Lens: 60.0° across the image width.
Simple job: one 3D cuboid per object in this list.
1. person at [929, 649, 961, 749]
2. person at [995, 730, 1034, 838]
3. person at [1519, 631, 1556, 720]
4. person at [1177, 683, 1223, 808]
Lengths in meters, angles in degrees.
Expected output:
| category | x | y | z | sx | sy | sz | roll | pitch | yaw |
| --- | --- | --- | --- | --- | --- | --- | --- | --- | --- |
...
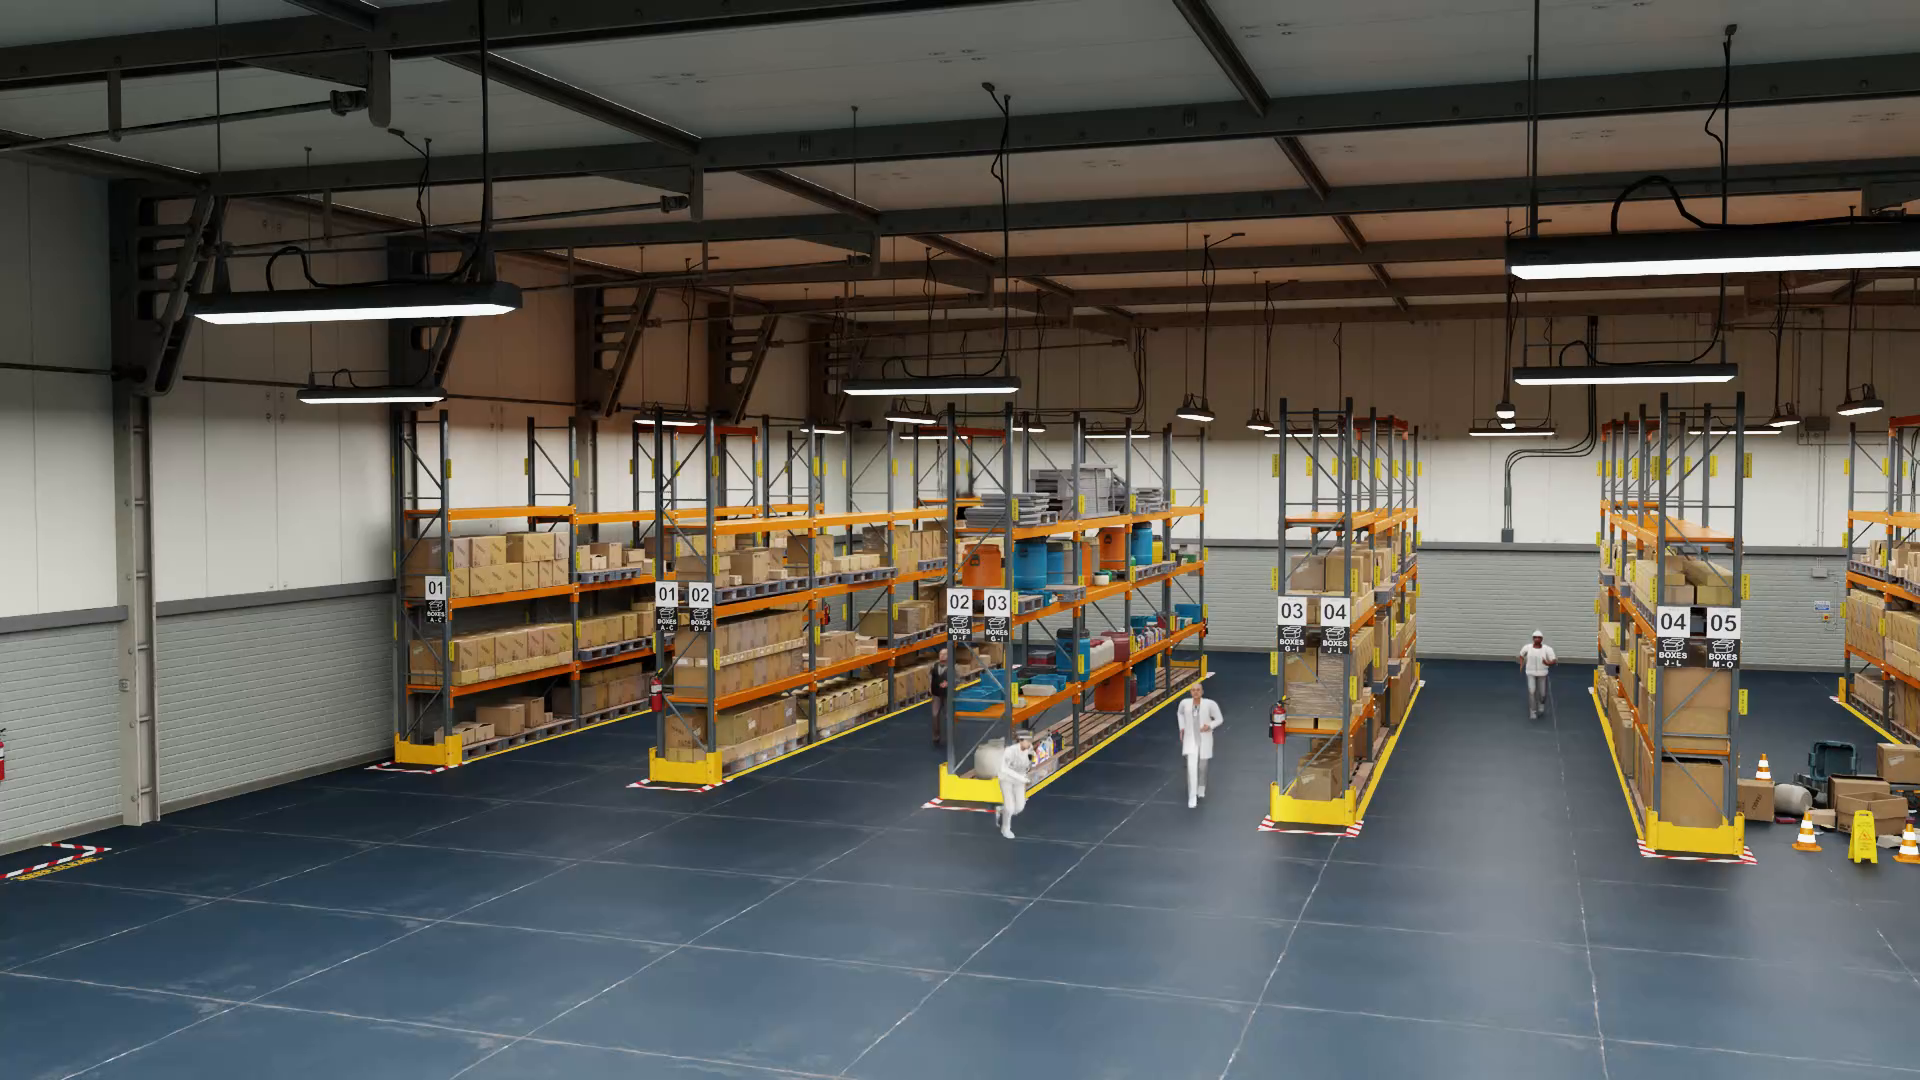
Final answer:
| category | x | y | z | sx | sy | sz | roll | pitch | yaw |
| --- | --- | --- | --- | --- | --- | --- | --- | --- | --- |
| person | -0.295 | 2.858 | 30.058 | 0.661 | 1.770 | 0.726 | 1 | 3 | 14 |
| person | 0.767 | 3.297 | 22.541 | 0.627 | 1.514 | 0.780 | -2 | 3 | -36 |
| person | 11.545 | 2.688 | 33.280 | 0.711 | 1.748 | 0.954 | 1 | 3 | 21 |
| person | 3.591 | 3.046 | 24.920 | 0.695 | 1.839 | 0.889 | 1 | 3 | 13 |
